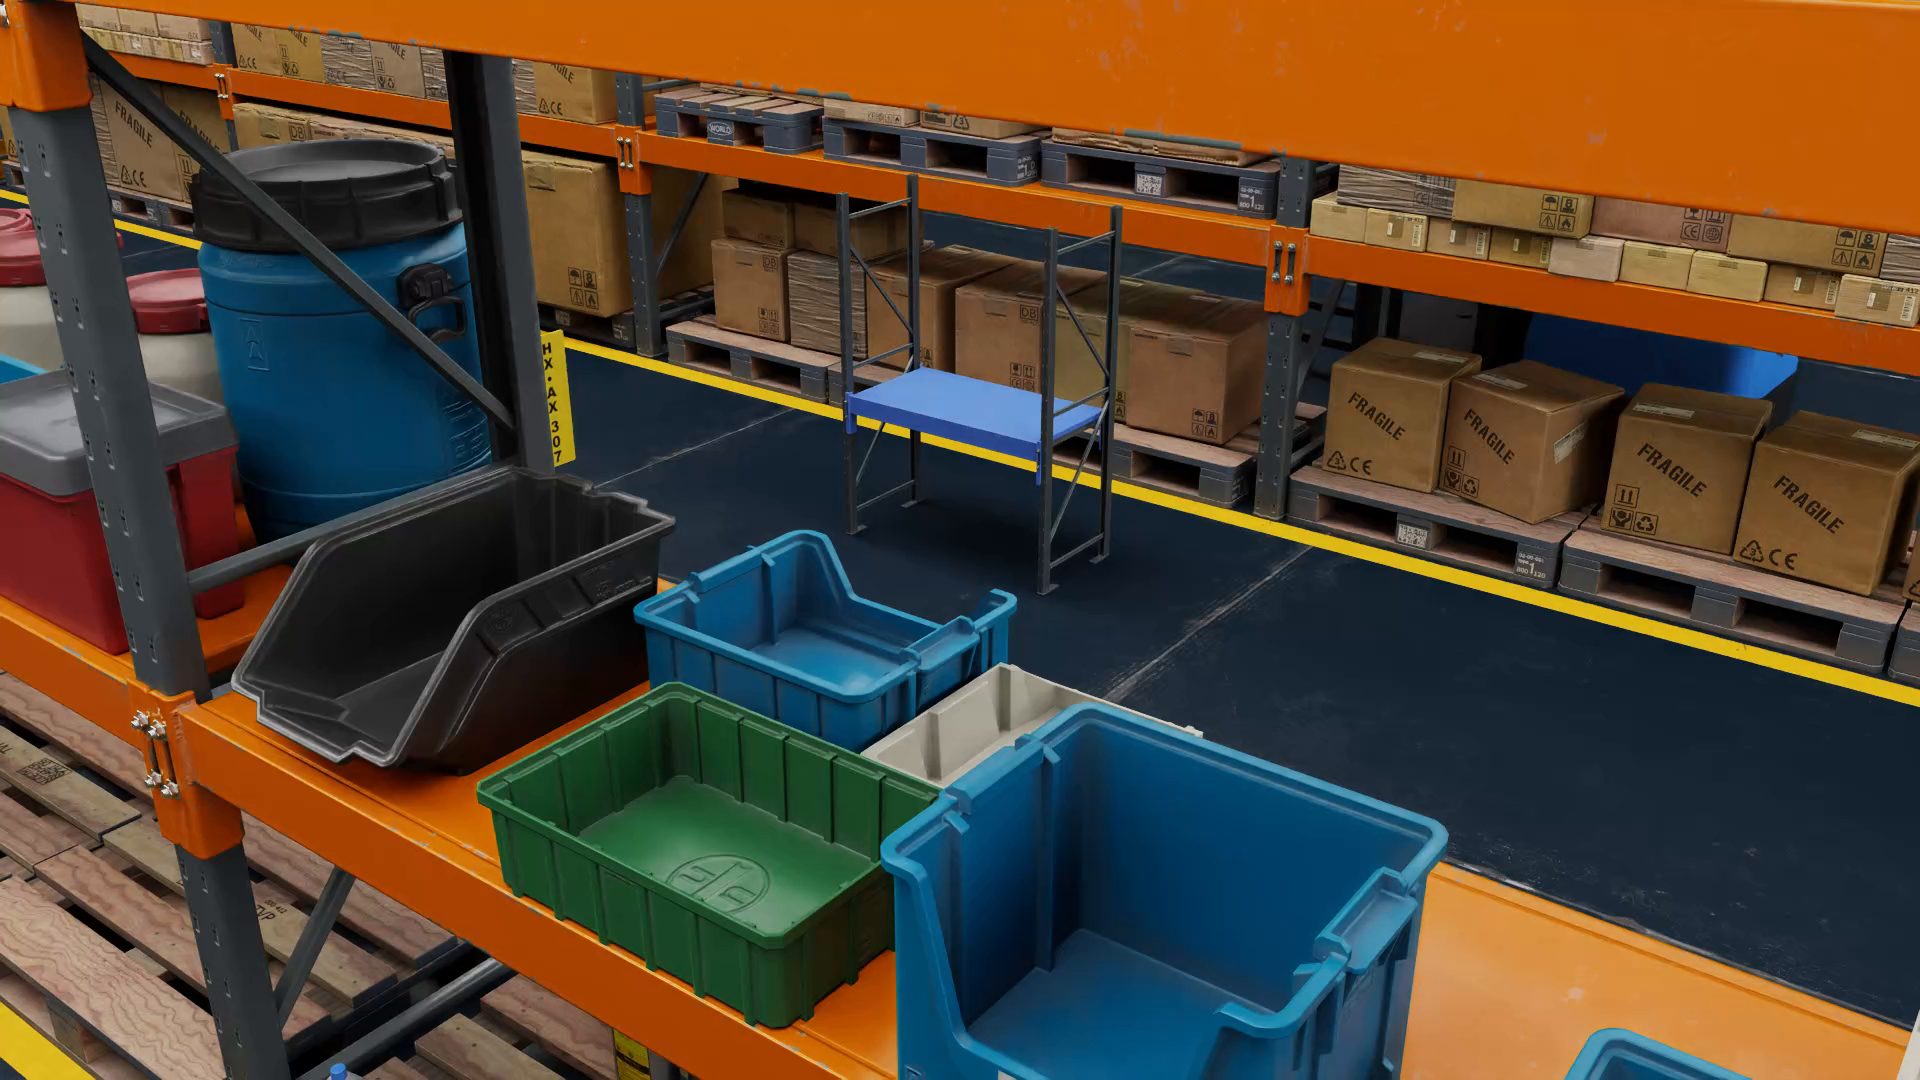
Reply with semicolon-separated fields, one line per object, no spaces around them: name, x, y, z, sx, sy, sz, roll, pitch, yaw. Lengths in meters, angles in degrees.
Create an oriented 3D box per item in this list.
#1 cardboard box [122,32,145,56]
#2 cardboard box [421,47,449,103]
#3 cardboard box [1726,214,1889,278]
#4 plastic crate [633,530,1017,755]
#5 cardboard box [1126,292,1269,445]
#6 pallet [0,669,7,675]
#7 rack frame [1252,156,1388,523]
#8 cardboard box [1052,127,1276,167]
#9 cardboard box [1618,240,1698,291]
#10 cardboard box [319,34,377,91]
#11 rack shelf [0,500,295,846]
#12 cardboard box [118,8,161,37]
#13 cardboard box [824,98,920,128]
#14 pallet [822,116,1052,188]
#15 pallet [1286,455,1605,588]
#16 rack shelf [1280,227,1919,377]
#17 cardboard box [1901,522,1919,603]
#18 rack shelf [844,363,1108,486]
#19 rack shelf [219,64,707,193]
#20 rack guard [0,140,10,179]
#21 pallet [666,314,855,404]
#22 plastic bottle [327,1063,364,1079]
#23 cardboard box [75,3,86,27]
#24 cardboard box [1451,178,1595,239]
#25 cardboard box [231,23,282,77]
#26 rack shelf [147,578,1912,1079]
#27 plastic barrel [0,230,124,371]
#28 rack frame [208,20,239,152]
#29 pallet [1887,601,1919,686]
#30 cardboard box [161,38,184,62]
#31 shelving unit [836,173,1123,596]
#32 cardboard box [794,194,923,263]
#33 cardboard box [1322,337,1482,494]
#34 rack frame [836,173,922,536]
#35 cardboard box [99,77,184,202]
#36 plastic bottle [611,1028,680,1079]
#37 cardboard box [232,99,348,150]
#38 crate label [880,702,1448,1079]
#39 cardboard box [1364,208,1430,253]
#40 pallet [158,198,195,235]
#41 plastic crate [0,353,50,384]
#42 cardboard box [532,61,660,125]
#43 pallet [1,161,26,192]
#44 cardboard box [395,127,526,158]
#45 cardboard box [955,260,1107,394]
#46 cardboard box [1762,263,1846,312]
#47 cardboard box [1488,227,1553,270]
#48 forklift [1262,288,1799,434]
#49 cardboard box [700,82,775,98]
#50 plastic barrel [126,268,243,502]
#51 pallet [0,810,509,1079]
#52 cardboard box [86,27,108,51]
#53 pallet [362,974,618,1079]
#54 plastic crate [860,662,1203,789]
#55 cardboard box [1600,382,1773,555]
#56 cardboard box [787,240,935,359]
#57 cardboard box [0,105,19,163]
cardboard box;-5.792;-3.600;12.013;0.250;0.149;0.380;17;29;34
cardboard box;-2.890;-2.926;10.046;0.500;0.500;0.500;16;28;32
cardboard box;3.205;-1.324;6.043;0.500;0.500;0.875;17;29;33
plastic crate;-0.255;0.220;3.215;0.616;0.251;0.499;17;29;33
cardboard box;1.189;-0.839;7.989;0.500;0.500;0.700;14;28;29
pallet;-3.908;0.481;5.898;1.213;0.211;1.003;17;29;33
rack frame;1.667;-1.626;7.220;0.127;3.000;1.000;17;29;33
cardboard box;1.115;-2.330;7.553;1.000;1.000;1.000;17;29;34
cardboard box;2.674;-1.068;6.265;0.250;0.149;0.380;17;29;33
cardboard box;-3.713;-3.172;10.605;0.500;0.500;0.500;16;28;32
rack shelf;-2.904;-0.183;4.836;4.000;0.370;1.077;17;29;33
cardboard box;-5.661;-3.775;11.914;0.500;0.250;0.500;18;29;35
cardboard box;-0.330;-2.237;8.273;0.500;0.250;0.500;16;28;32
pallet;0.075;-2.040;8.398;1.213;0.211;1.003;17;29;33
pallet;2.226;-0.199;7.440;1.213;0.211;1.003;17;29;33
rack shelf;3.268;-0.813;6.268;4.000;0.370;1.077;17;29;33
cardboard box;3.879;0.003;6.102;0.500;0.500;0.500;-17;29;-34
rack shelf;0.068;-0.501;6.973;1.000;0.185;0.538;17;29;33
rack shelf;-3.134;-2.748;10.659;4.000;0.370;1.077;17;29;33
rack guard;-7.954;-3.390;14.324;0.348;0.500;1.175;17;29;33
pallet;-0.909;-1.128;9.548;1.213;0.211;1.003;17;29;33
plastic bottle;-1.311;1.238;3.559;0.097;0.271;0.097;0;24;0
cardboard box;-6.472;-4.022;12.474;0.500;0.250;0.500;16;28;32
cardboard box;2.369;-1.547;6.548;0.500;0.500;0.875;17;29;33
cardboard box;-4.516;-3.415;11.155;0.500;0.500;0.500;17;29;33
rack shelf;0.297;0.785;2.641;4.000;0.370;1.077;17;29;33
plastic barrel;-2.524;-0.570;4.655;0.433;0.535;0.433;0;24;0
rack frame;-4.734;-3.561;11.611;0.127;3.000;1.000;17;29;33
pallet;4.178;0.391;6.101;1.213;0.211;1.003;17;29;33
cardboard box;-5.381;-3.476;11.731;0.250;0.149;0.380;17;29;34
shelving unit;0.068;-0.666;6.901;1.048;1.500;0.538;17;29;33
cardboard box;-0.549;-1.717;9.050;0.500;0.250;0.500;21;31;39
cardboard box;1.963;-0.565;7.391;0.500;0.500;0.500;16;28;32
rack frame;-0.339;-0.789;7.180;0.032;1.500;0.500;17;29;33
cardboard box;-5.935;-3.184;12.870;0.875;0.875;0.875;17;29;33
plastic bottle;-0.702;1.092;3.791;0.185;0.351;0.144;17;29;33
cardboard box;-4.210;-2.632;11.618;0.875;0.875;1.225;17;29;33
crate label;0.262;0.565;2.203;0.616;0.435;0.502;17;29;33
cardboard box;1.851;-1.297;6.786;0.250;0.149;0.380;17;29;33
pallet;-5.296;-2.494;12.648;1.213;0.211;1.003;17;29;33
plastic crate;-2.373;-0.187;3.974;0.575;0.384;0.392;17;29;33
cardboard box;-2.077;-2.679;9.485;0.500;0.500;0.500;18;29;35
pallet;-7.248;-3.084;13.987;1.213;0.211;1.003;17;29;33
cardboard box;-2.782;-2.205;10.648;0.875;0.875;1.225;17;29;33
cardboard box;0.370;-1.096;8.571;0.500;0.500;0.700;14;27;29
cardboard box;3.094;-0.958;6.015;0.250;0.149;0.380;17;29;33
cardboard box;2.273;-1.189;6.539;0.250;0.149;0.380;17;29;33
forklift;2.809;-2.170;8.540;3.031;2.935;1.130;19;30;36
cardboard box;-1.078;-2.714;9.044;0.500;0.500;0.500;13;27;27
plastic barrel;-1.937;-0.392;4.252;0.433;0.535;0.433;0;24;0
pallet;-1.955;1.071;4.558;1.213;0.211;1.003;17;29;33
cardboard box;-6.203;-3.724;12.294;0.250;0.149;0.380;16;29;32
pallet;-0.791;1.424;3.757;1.213;0.211;1.003;17;29;33
plastic crate;0.148;0.403;2.941;0.437;0.136;0.530;17;29;33
cardboard box;2.970;-0.304;6.799;0.500;0.500;0.500;14;27;29
cardboard box;-0.534;-1.365;9.183;0.500;0.500;0.700;14;27;29
cardboard box;-7.375;-3.619;13.858;0.875;0.875;0.875;17;29;33
